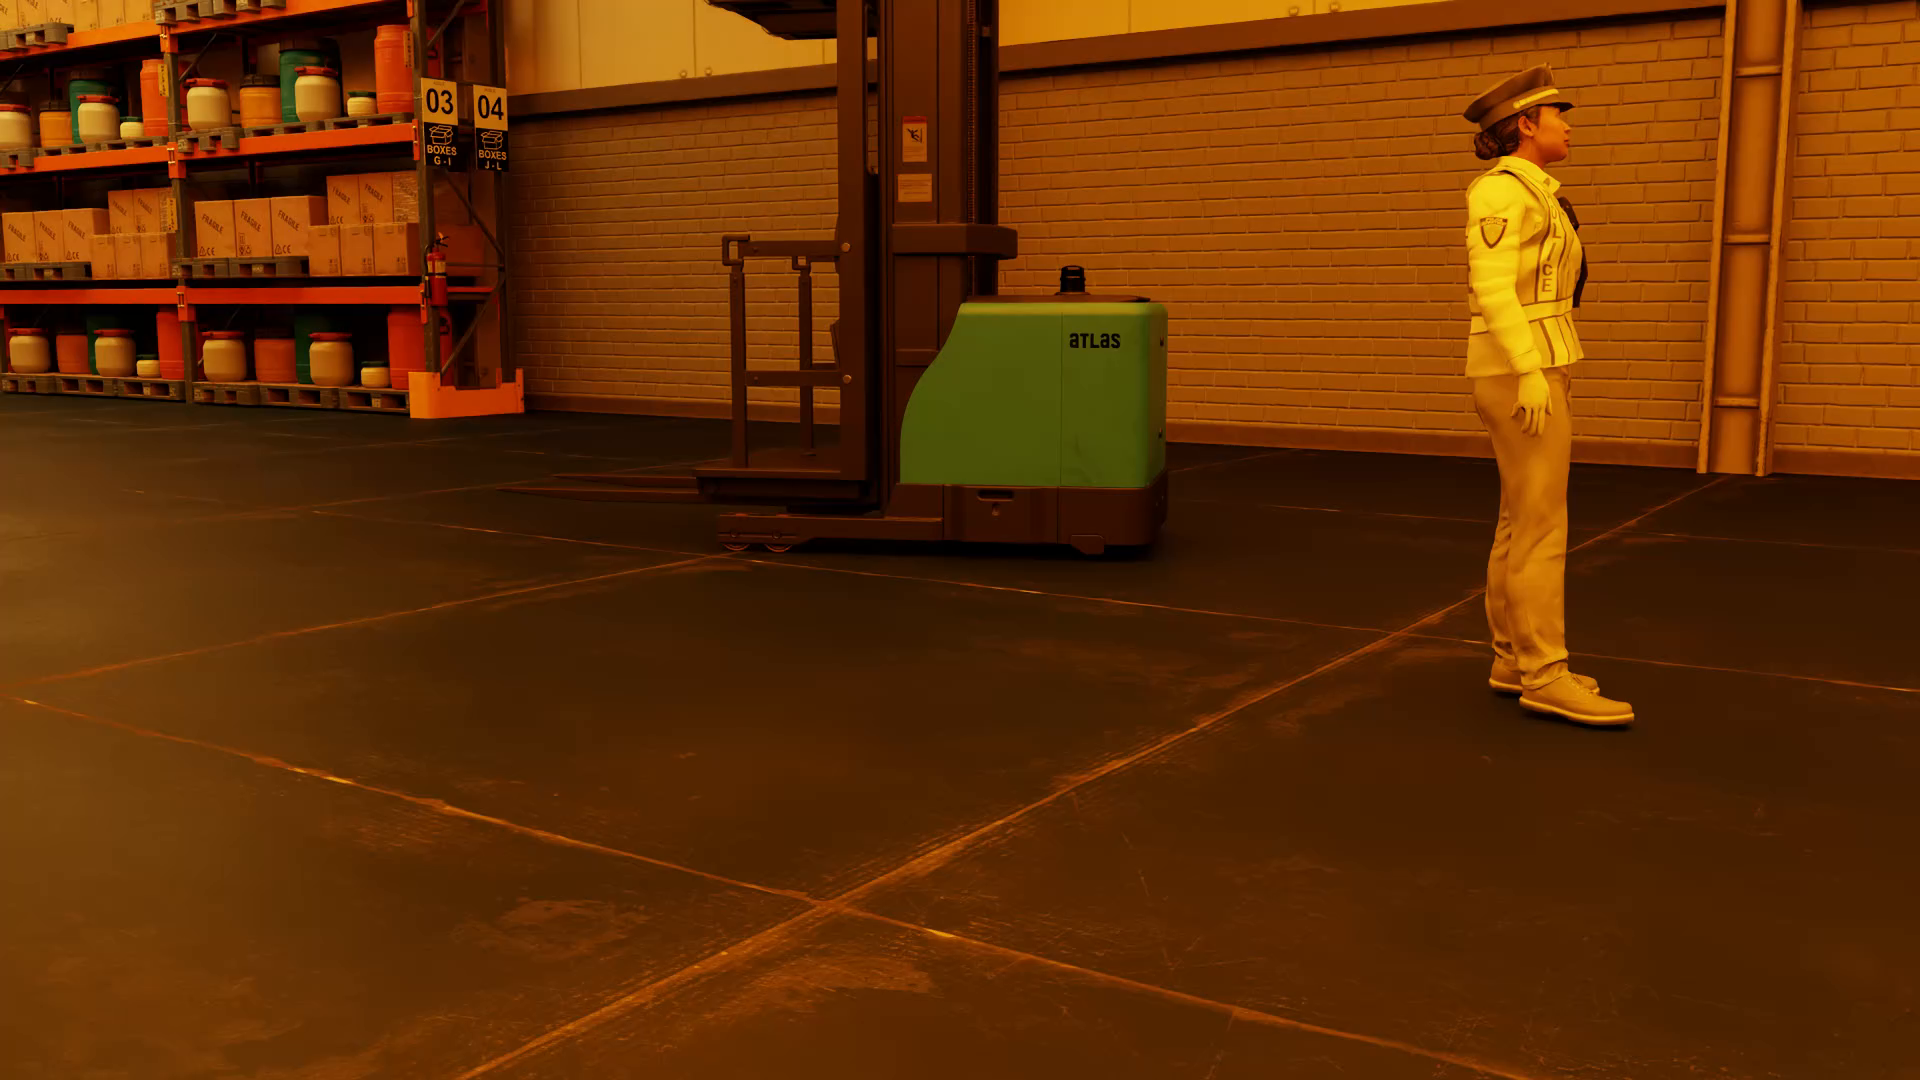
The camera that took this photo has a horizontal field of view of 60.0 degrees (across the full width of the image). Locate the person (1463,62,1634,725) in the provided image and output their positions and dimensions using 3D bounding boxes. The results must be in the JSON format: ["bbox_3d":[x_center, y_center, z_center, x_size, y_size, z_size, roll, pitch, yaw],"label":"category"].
[{"bbox_3d":[1.581,-0.413,4.436,0.534,1.696,0.588,4,9,27],"label":"person"}]

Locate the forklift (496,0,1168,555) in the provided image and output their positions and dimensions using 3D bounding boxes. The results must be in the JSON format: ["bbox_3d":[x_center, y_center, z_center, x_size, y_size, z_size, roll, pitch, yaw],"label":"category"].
[{"bbox_3d":[-0.596,-1.469,7.520,3.031,2.935,1.130,2,8,12],"label":"forklift"}]
